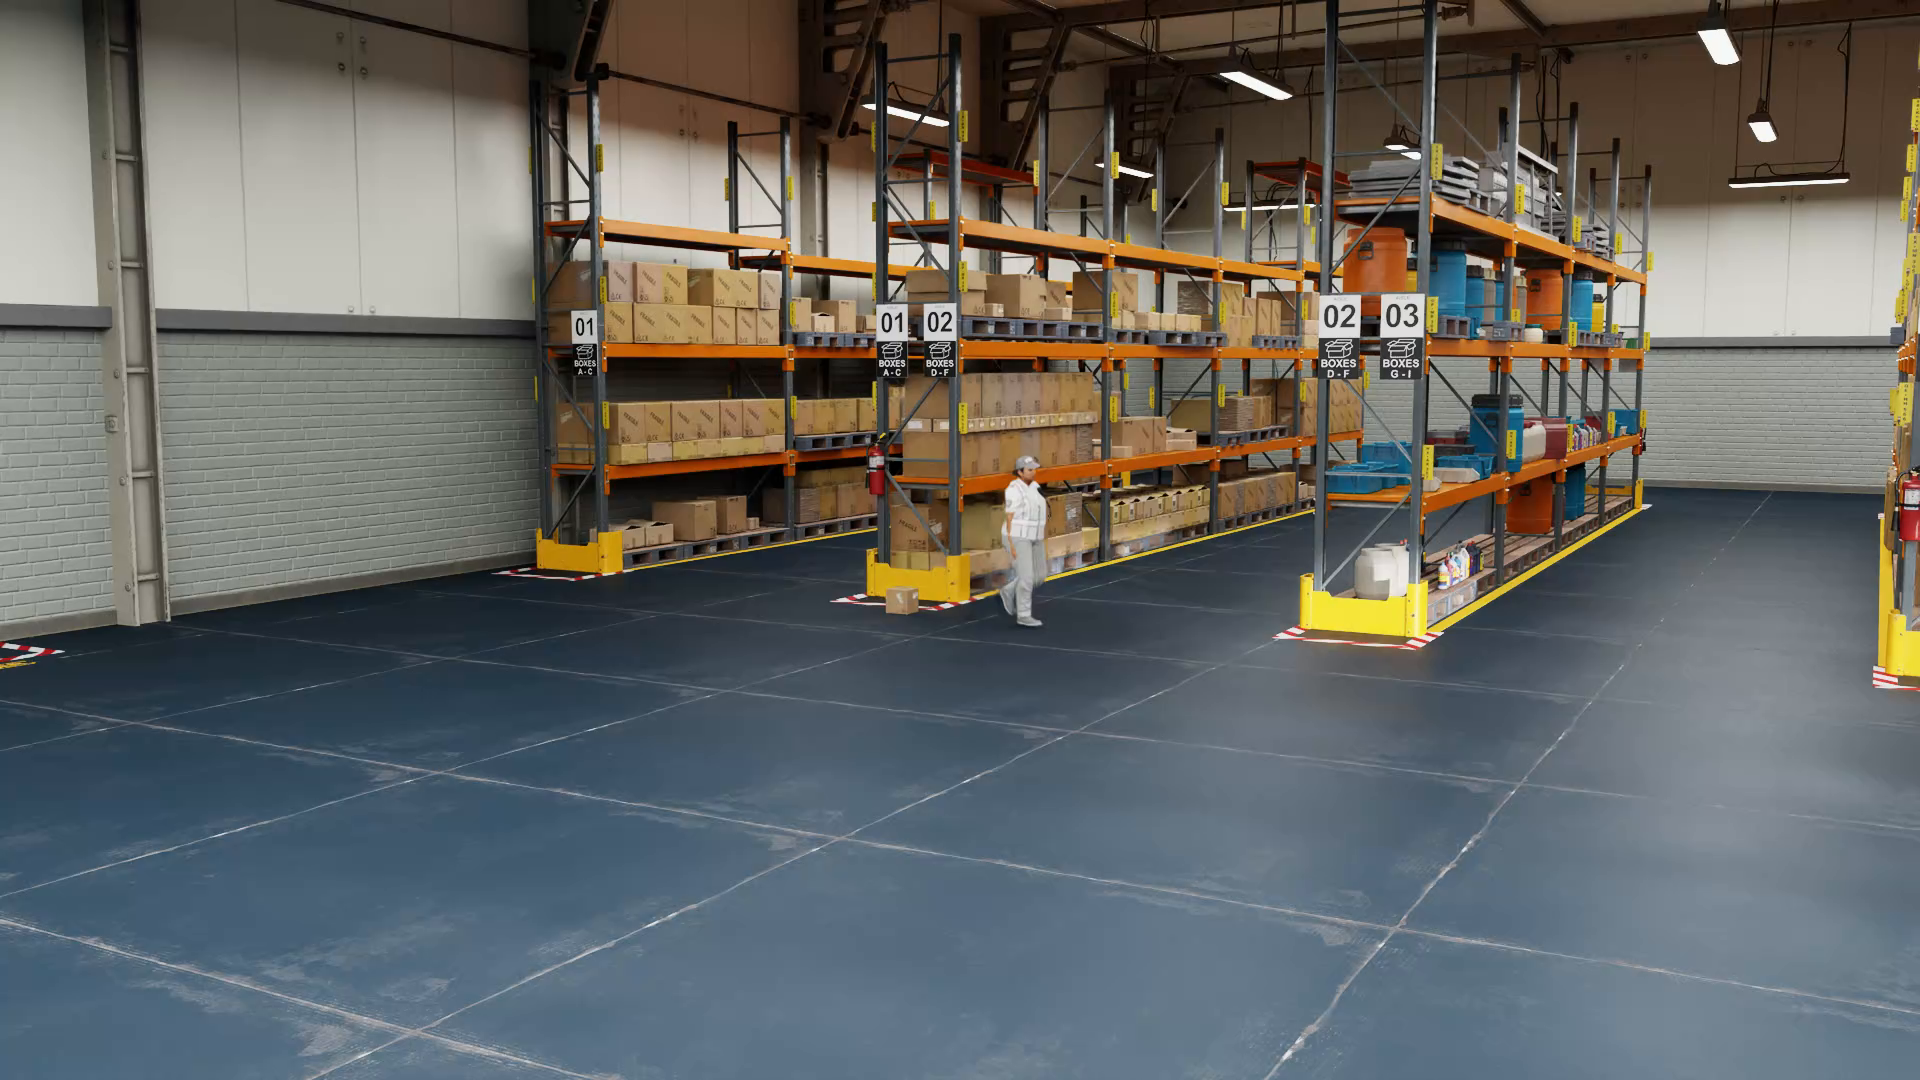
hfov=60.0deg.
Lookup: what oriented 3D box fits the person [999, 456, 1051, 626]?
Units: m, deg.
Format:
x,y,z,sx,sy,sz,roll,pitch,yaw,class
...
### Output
x,y,z,sx,sy,sz,roll,pitch,yaw,class
0.595,-0.006,16.243,0.626,1.644,0.487,5,8,41,person
